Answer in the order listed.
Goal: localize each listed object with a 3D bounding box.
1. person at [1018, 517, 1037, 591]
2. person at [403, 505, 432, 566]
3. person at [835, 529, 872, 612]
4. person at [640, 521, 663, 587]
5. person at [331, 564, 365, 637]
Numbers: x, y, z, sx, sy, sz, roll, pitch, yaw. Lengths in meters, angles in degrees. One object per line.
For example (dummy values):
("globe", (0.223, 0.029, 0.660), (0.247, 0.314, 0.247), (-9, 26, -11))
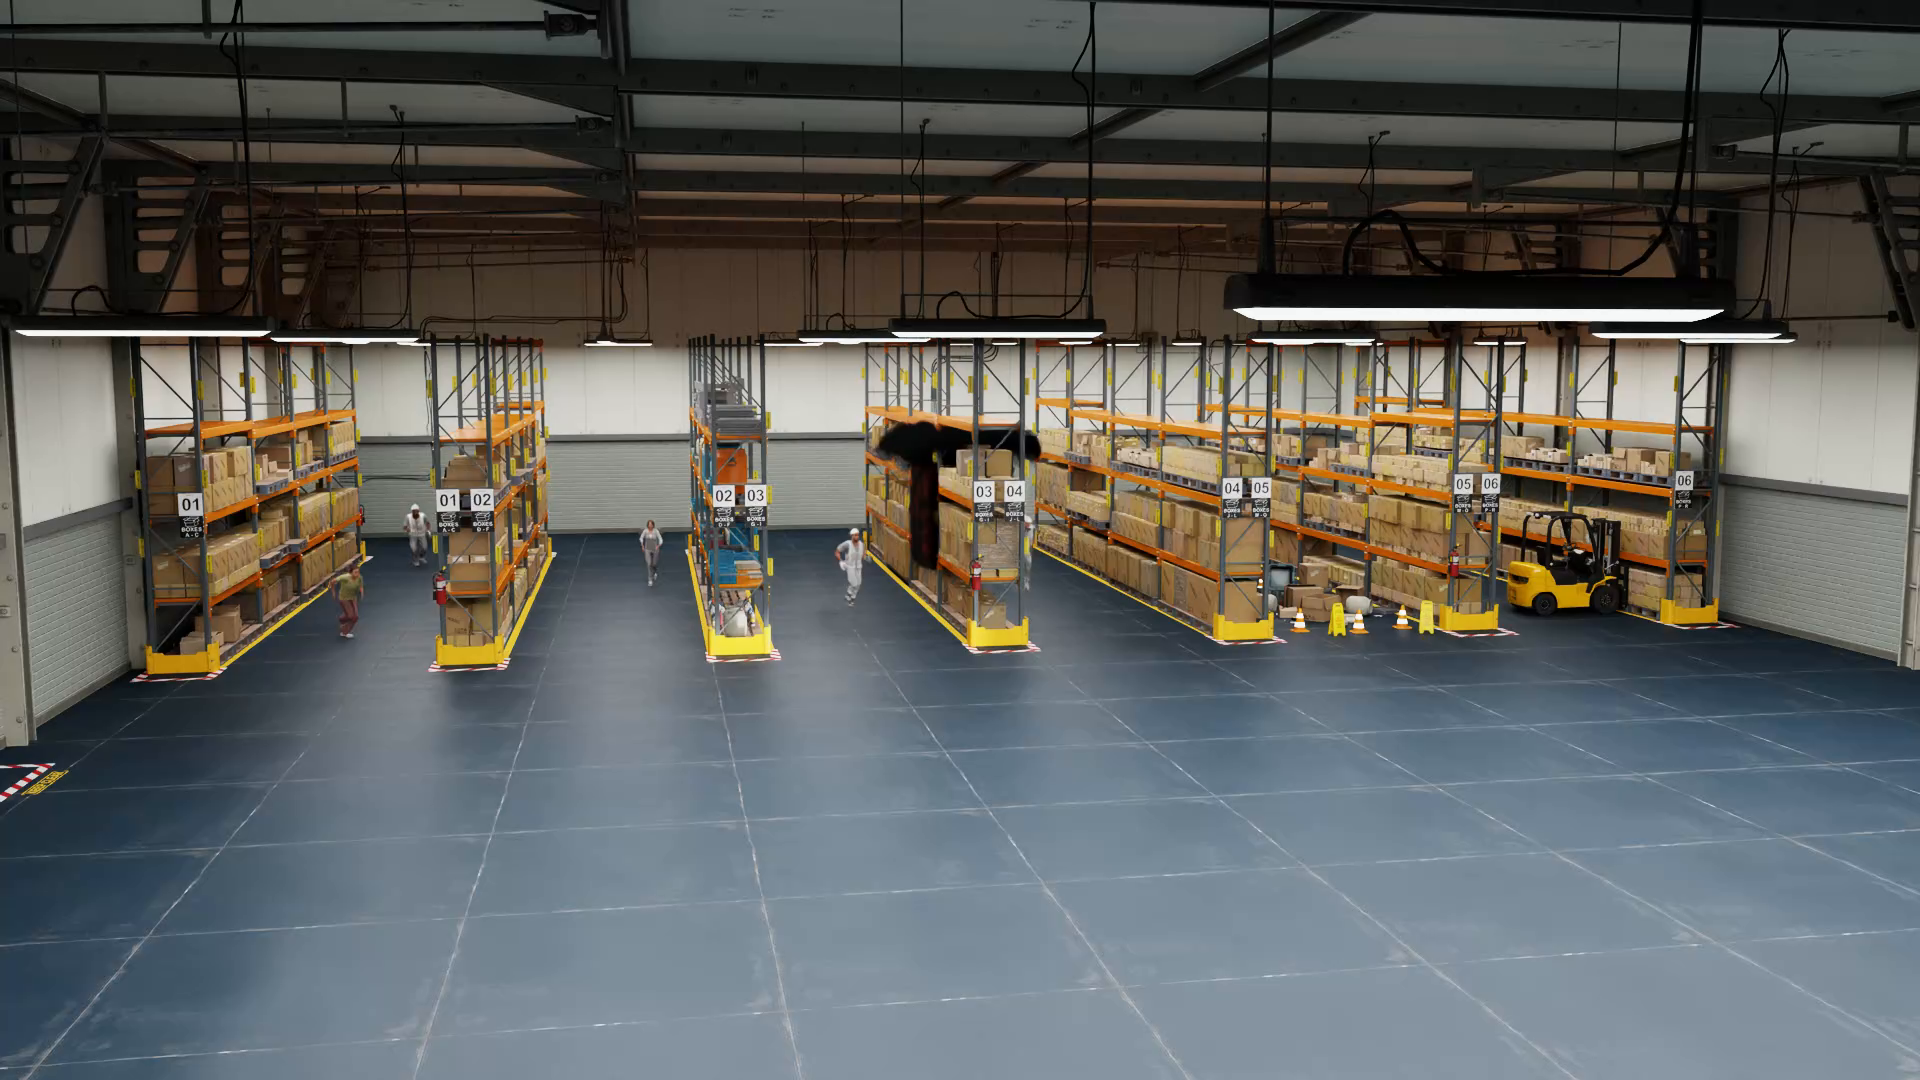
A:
("person", (1.470, 0.282, 39.035), (0.702, 1.731, 1.046), (-3, 7, -24))
("person", (-14.252, -0.107, 43.712), (0.713, 1.668, 0.805), (-3, 7, -22))
("person", (-2.243, 0.653, 35.288), (0.665, 1.761, 0.725), (-4, 8, -33))
("person", (-7.529, 0.309, 40.576), (0.558, 1.592, 0.750), (-1, 7, -7))
("person", (-12.112, 1.212, 32.952), (0.782, 1.500, 0.612), (6, 9, 42))
